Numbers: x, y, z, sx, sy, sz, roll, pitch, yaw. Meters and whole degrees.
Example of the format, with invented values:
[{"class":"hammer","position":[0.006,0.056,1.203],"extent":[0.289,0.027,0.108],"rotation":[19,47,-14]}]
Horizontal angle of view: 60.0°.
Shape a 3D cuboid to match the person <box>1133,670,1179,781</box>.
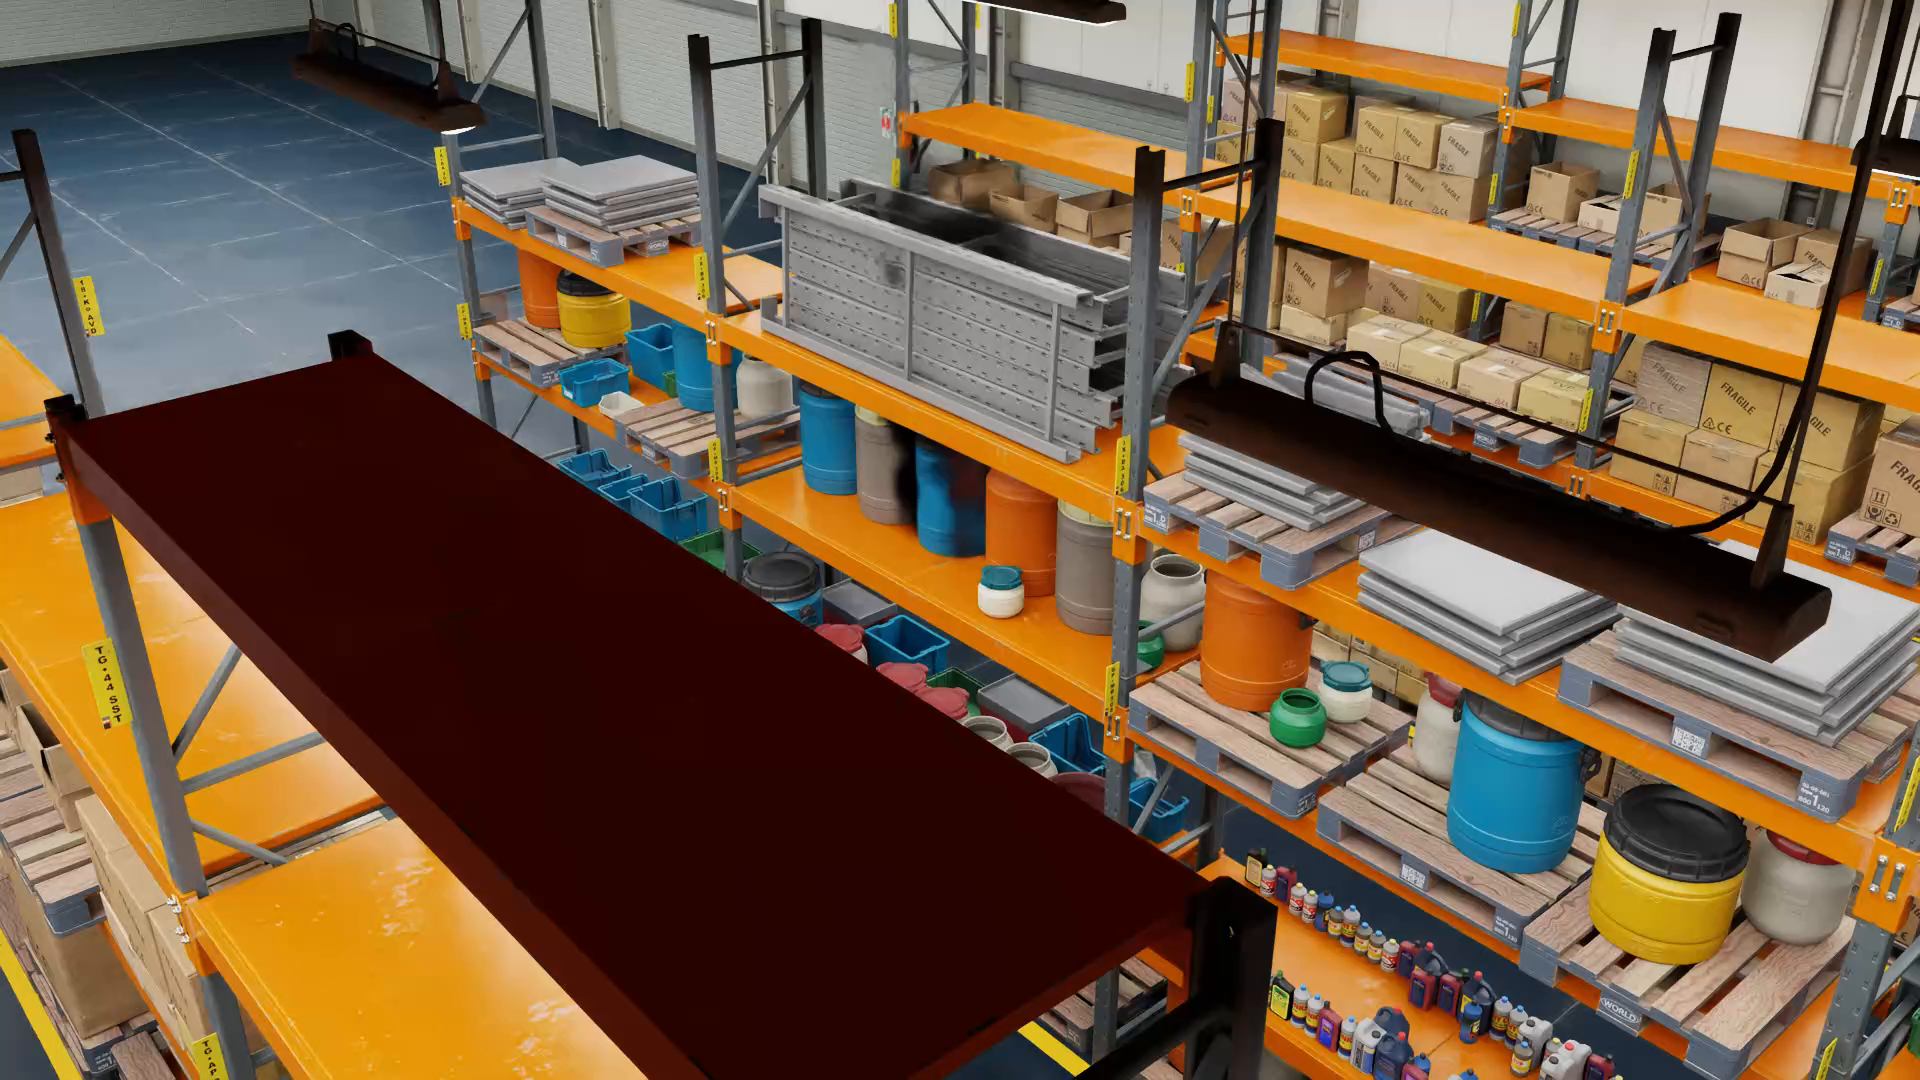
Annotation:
[{"class":"person","position":[1.389,1.295,12.479],"extent":[0.685,1.748,0.599],"rotation":[-21,34,-35]}]
